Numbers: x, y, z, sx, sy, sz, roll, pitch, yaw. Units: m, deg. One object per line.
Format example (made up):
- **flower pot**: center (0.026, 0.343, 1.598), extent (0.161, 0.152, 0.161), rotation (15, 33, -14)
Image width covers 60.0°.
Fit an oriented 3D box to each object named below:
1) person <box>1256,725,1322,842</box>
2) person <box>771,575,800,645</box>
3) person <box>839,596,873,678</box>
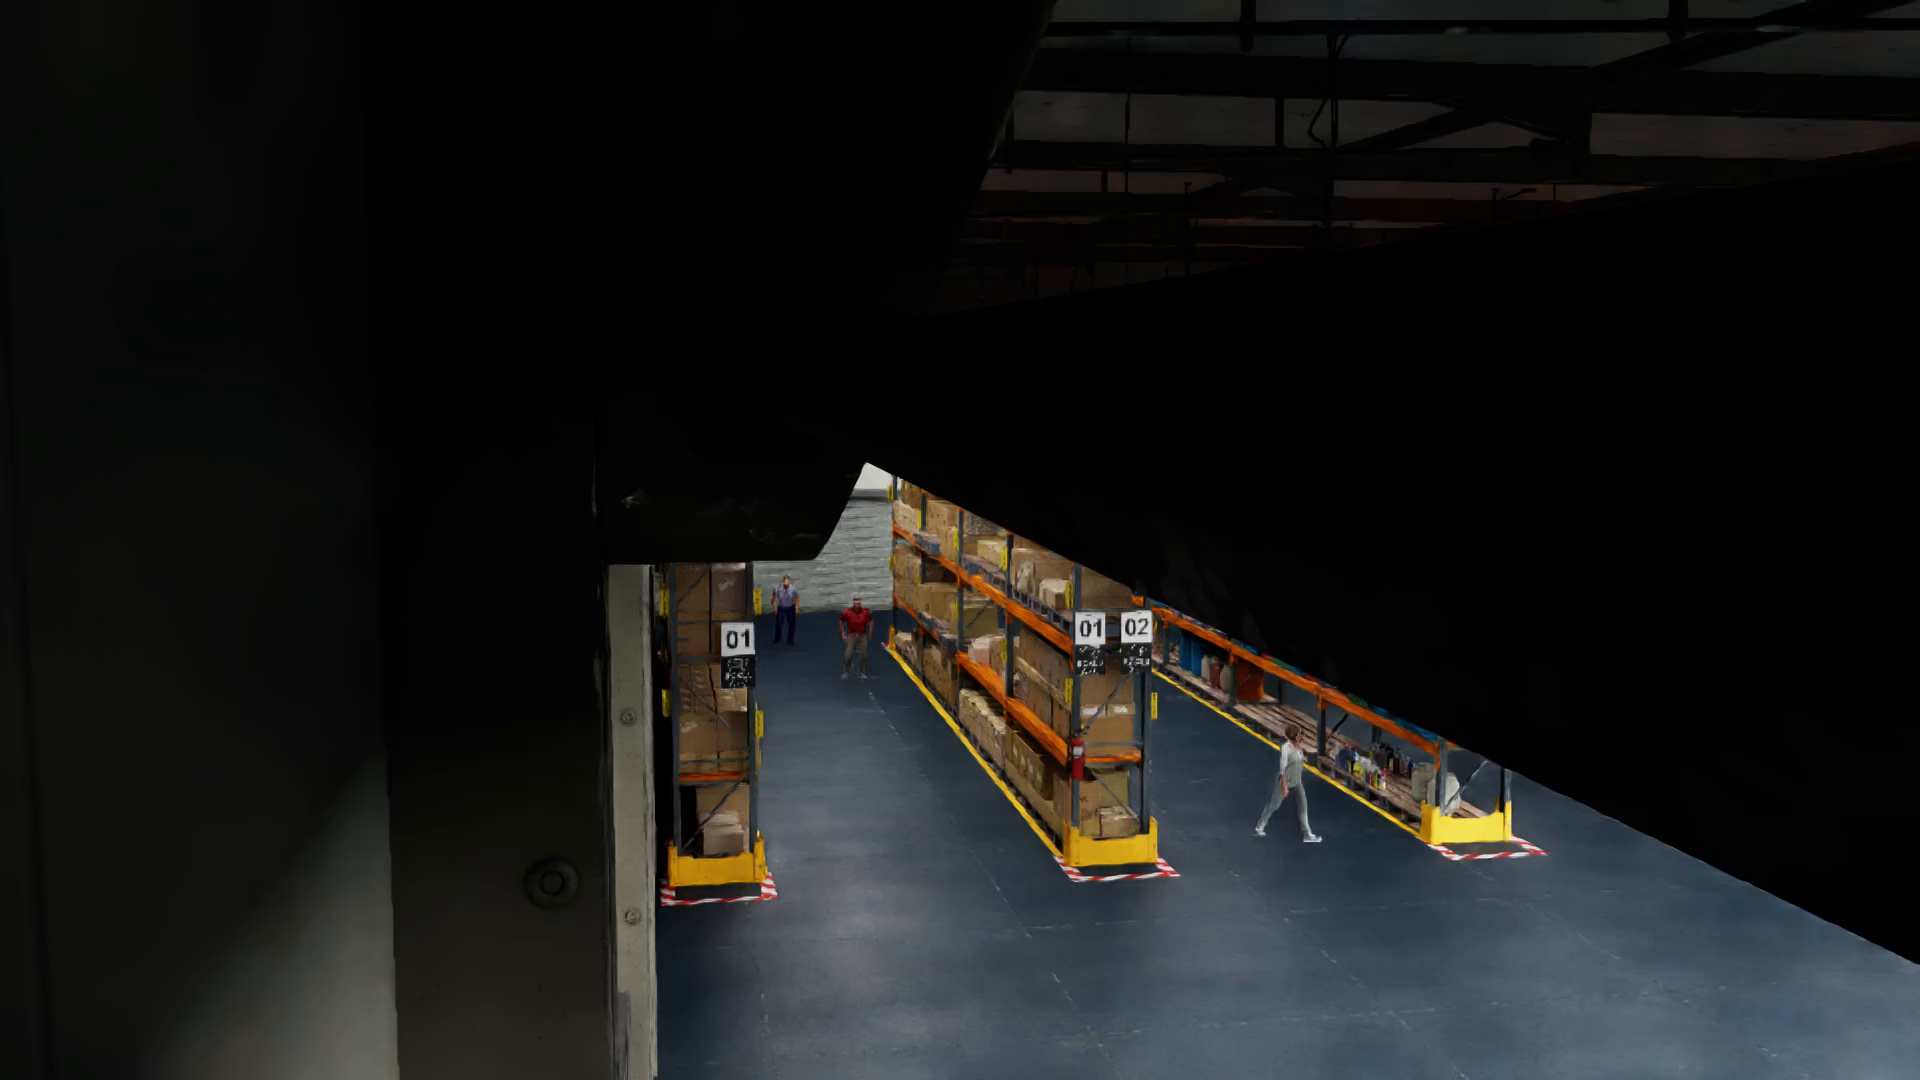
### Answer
- **person**: center (4.305, 3.194, 21.868), extent (0.486, 1.546, 0.862), rotation (-5, 8, -39)
- **person**: center (-3.874, 1.557, 36.924), extent (0.625, 1.596, 0.517), rotation (-1, 6, -12)
- **person**: center (-2.068, 1.931, 33.075), extent (0.682, 1.675, 0.529), rotation (-1, 6, -12)
